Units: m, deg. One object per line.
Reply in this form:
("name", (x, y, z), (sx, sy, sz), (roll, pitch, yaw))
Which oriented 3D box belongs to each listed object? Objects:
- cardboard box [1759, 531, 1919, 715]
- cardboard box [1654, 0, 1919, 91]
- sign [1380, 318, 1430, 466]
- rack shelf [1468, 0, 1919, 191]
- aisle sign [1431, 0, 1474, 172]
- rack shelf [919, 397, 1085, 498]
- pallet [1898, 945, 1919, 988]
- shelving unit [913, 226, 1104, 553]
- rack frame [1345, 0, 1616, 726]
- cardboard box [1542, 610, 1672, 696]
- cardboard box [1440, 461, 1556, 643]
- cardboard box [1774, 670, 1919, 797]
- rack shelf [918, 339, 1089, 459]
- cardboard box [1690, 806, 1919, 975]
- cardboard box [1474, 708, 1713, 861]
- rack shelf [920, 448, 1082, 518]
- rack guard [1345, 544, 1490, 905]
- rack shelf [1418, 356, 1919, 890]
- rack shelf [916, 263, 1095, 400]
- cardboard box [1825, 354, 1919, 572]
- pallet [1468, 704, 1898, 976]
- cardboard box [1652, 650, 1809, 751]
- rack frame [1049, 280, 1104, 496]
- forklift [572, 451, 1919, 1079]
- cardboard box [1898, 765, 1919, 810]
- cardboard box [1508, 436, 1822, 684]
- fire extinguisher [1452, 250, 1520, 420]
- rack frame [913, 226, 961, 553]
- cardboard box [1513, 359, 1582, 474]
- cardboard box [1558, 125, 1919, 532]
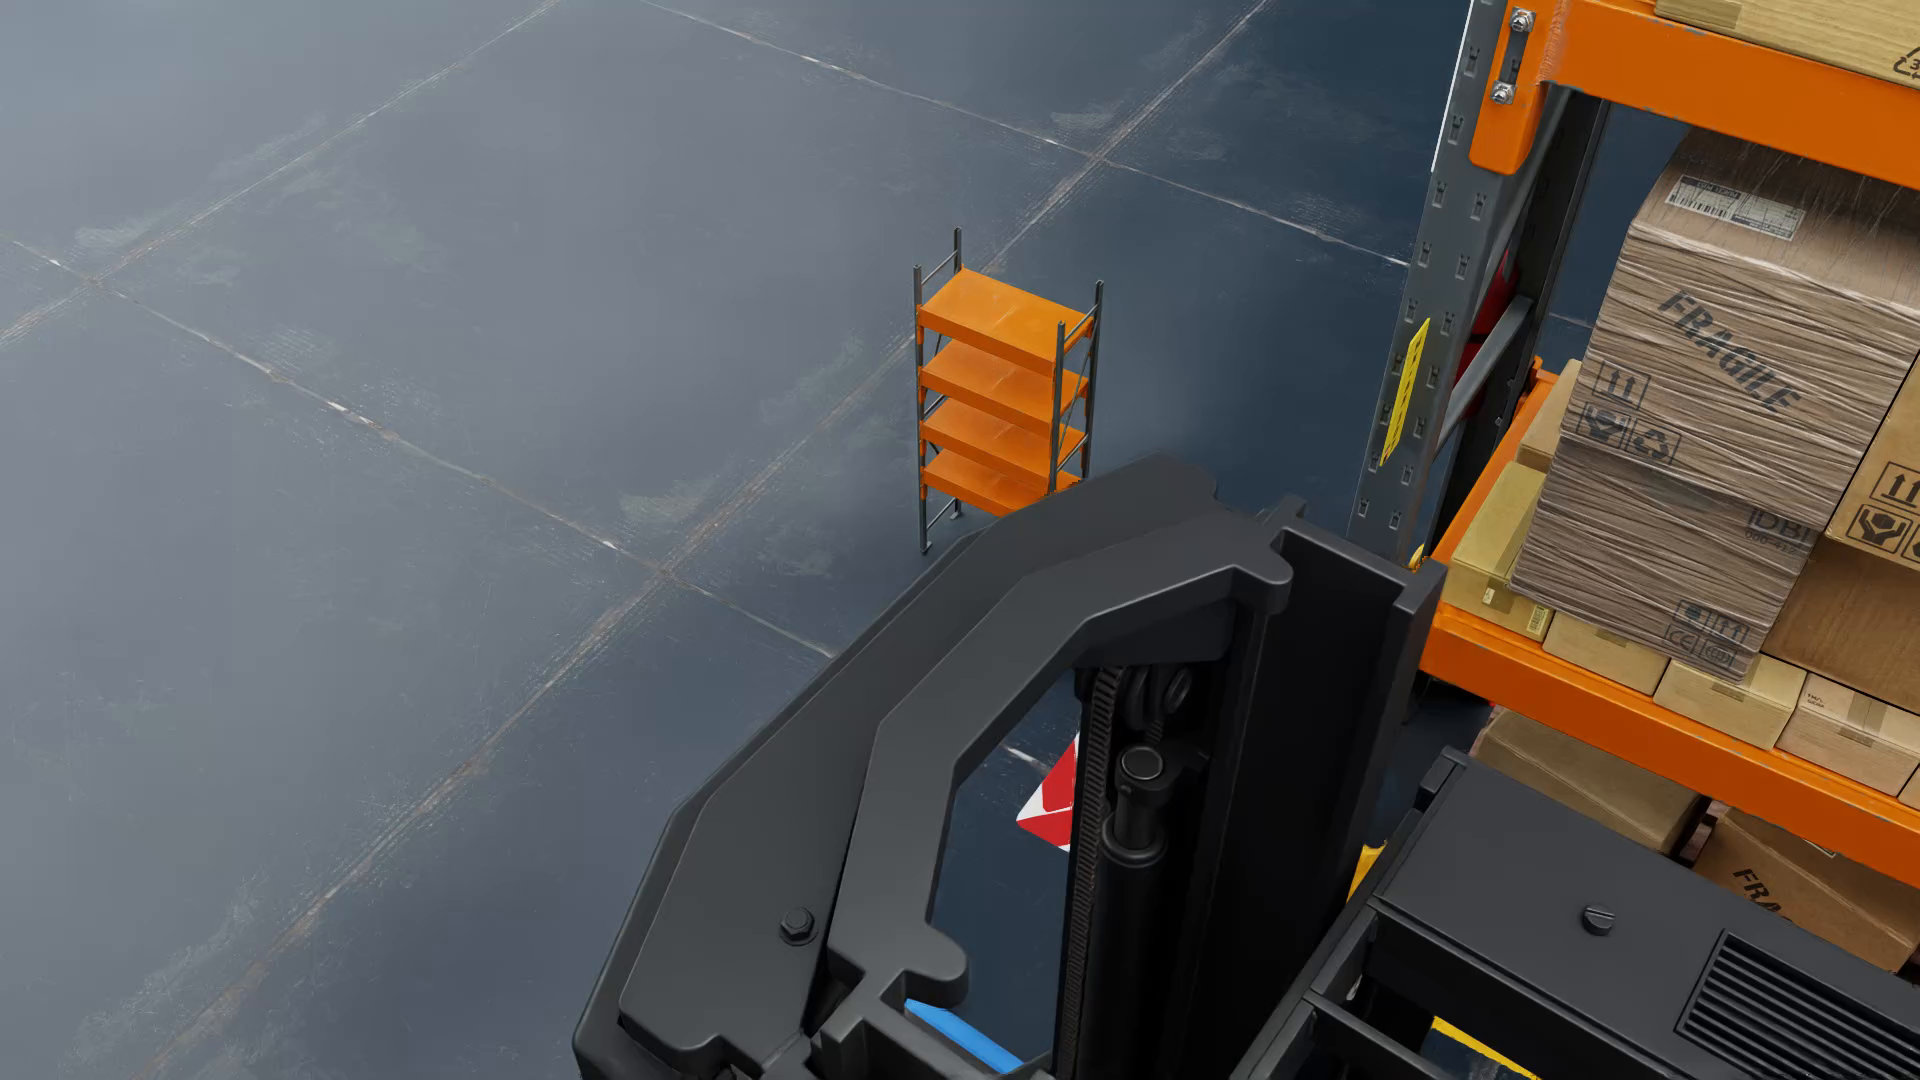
("cardboard box", (2.120, -0.108, 3.486), (0.500, 0.500, 0.875), (25, 51, 22))
("cardboard box", (1.452, -0.971, 2.615), (0.500, 0.250, 0.500), (26, 51, 23))
("sign", (0.894, -0.294, 3.341), (0.005, 0.325, 0.100), (25, 51, 22))
("rack shelf", (2.870, -0.341, 2.399), (4.000, 0.370, 1.077), (25, 51, 22))
("aisle sign", (0.972, -1.069, 2.885), (0.004, 0.787, 0.394), (25, 51, 22))
("rack shelf", (0.139, -0.307, 5.306), (0.480, 0.148, 0.258), (25, 51, 22))
("pallet", (2.938, 1.490, 4.155), (1.213, 0.211, 1.003), (25, 51, 22))
("shelving unit", (0.139, -0.354, 5.257), (0.503, 1.200, 0.258), (25, 51, 22))
("rack frame", (1.186, -0.320, 3.970), (0.127, 3.000, 1.000), (25, 51, 22))
("cardboard box", (1.498, 0.130, 3.707), (0.250, 0.149, 0.380), (25, 51, 22))
("cardboard box", (1.298, 0.022, 3.813), (0.250, 0.149, 0.380), (25, 51, 22))
("cardboard box", (1.922, 0.320, 3.523), (0.250, 0.149, 0.380), (25, 51, 22))
("rack shelf", (0.139, -0.463, 5.145), (0.480, 0.148, 0.258), (25, 51, 22))
("cardboard box", (2.225, 0.867, 4.266), (0.500, 0.500, 0.500), (-33, 54, -28))
("cardboard box", (1.703, 0.656, 4.471), (0.500, 0.500, 0.500), (34, 55, 29))
("rack shelf", (0.139, -0.169, 5.448), (0.480, 0.148, 0.258), (25, 51, 22))
("rack guard", (1.250, 0.580, 4.838), (0.348, 0.500, 1.175), (25, 51, 22))
("rack shelf", (2.870, 0.705, 3.475), (4.000, 0.370, 1.077), (25, 51, 22))
("rack shelf", (0.139, -0.628, 4.976), (0.480, 0.148, 0.258), (25, 51, 22))
("cardboard box", (1.919, -0.232, 2.909), (0.500, 0.500, 0.500), (25, 51, 22))
("pallet", (1.915, 1.017, 4.615), (1.213, 0.211, 1.003), (25, 51, 22))
("cardboard box", (1.700, 0.236, 3.604), (0.250, 0.149, 0.380), (25, 51, 22))
("rack frame", (0.345, -0.260, 5.166), (0.015, 1.200, 0.240), (25, 51, 22))
("forklift", (0.521, 1.406, 2.340), (3.031, 2.935, 1.130), (28, 52, 25))
("cardboard box", (2.128, 0.421, 3.424), (0.250, 0.149, 0.380), (25, 51, 22))
("cardboard box", (1.635, -0.229, 3.604), (0.500, 0.500, 0.875), (25, 51, 22))
("fire extinguisher", (1.339, -0.616, 4.311), (0.183, 0.674, 0.296), (25, 51, 22))
("rack frame", (-0.066, -0.449, 5.349), (0.015, 1.200, 0.240), (25, 51, 22))
("cardboard box", (1.538, -0.247, 4.074), (0.250, 0.149, 0.380), (25, 51, 22))
("cardboard box", (1.502, -0.430, 3.102), (0.500, 0.500, 0.500), (25, 51, 22))
